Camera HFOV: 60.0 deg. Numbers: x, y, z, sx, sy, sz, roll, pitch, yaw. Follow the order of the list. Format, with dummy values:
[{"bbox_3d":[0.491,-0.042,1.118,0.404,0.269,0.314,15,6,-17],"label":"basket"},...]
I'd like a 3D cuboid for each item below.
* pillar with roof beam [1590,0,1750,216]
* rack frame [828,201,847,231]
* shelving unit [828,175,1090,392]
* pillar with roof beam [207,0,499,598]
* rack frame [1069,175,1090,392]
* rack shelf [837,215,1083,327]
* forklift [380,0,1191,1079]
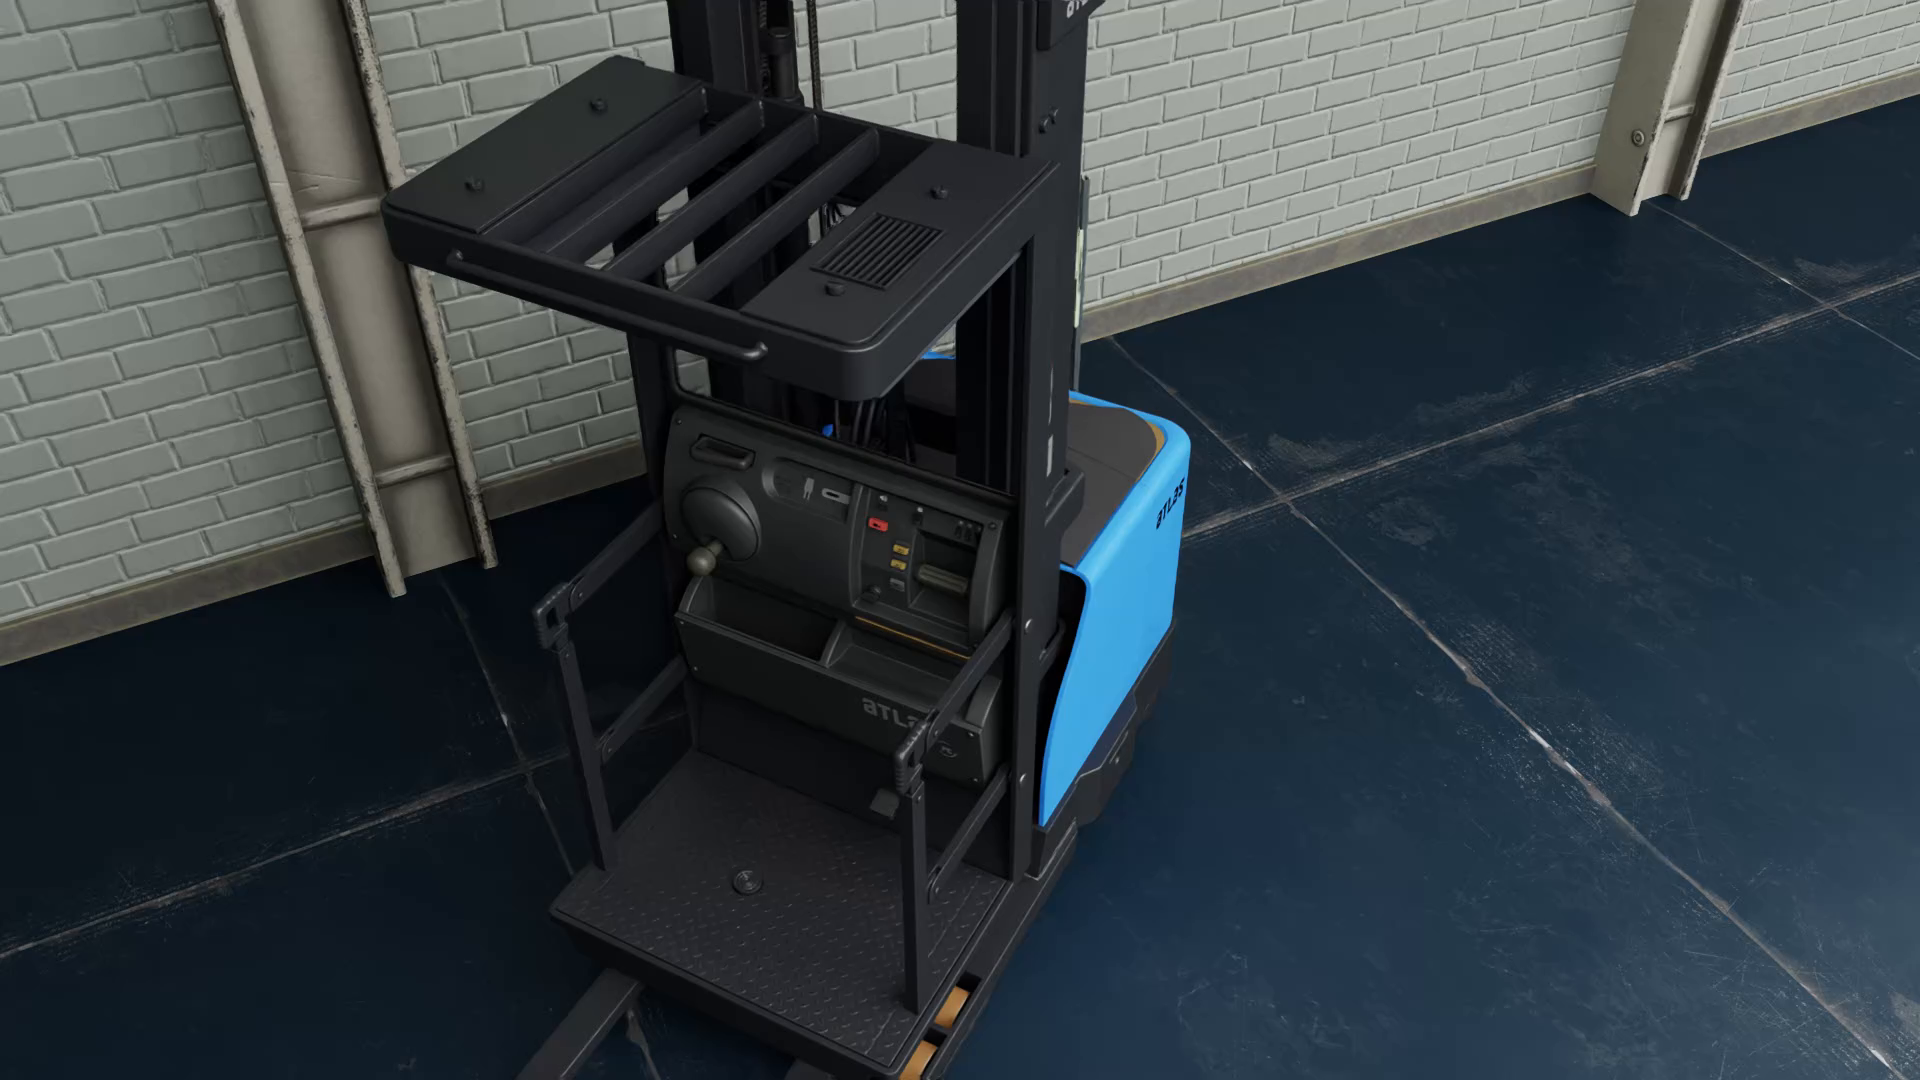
[{"bbox_3d":[5.361,-2.696,2.469,0.400,9.000,9.100,-19,44,-21],"label":"pillar with roof beam"},{"bbox_3d":[-0.349,-0.508,5.689,0.023,1.500,0.400,-15,42,-17],"label":"rack frame"},{"bbox_3d":[-0.011,-0.598,5.796,0.755,1.500,0.431,-15,42,-17],"label":"shelving unit"},{"bbox_3d":[0.040,-0.905,0.354,0.400,9.000,9.100,-19,44,-21],"label":"pillar with roof beam"},{"bbox_3d":[0.327,-0.689,5.903,0.023,1.500,0.400,-15,42,-17],"label":"rack frame"},{"bbox_3d":[-0.011,-0.896,5.544,0.720,0.370,0.431,-15,42,-17],"label":"rack shelf"},{"bbox_3d":[-0.423,0.052,3.920,1.130,2.935,3.031,19,44,21],"label":"forklift"}]
